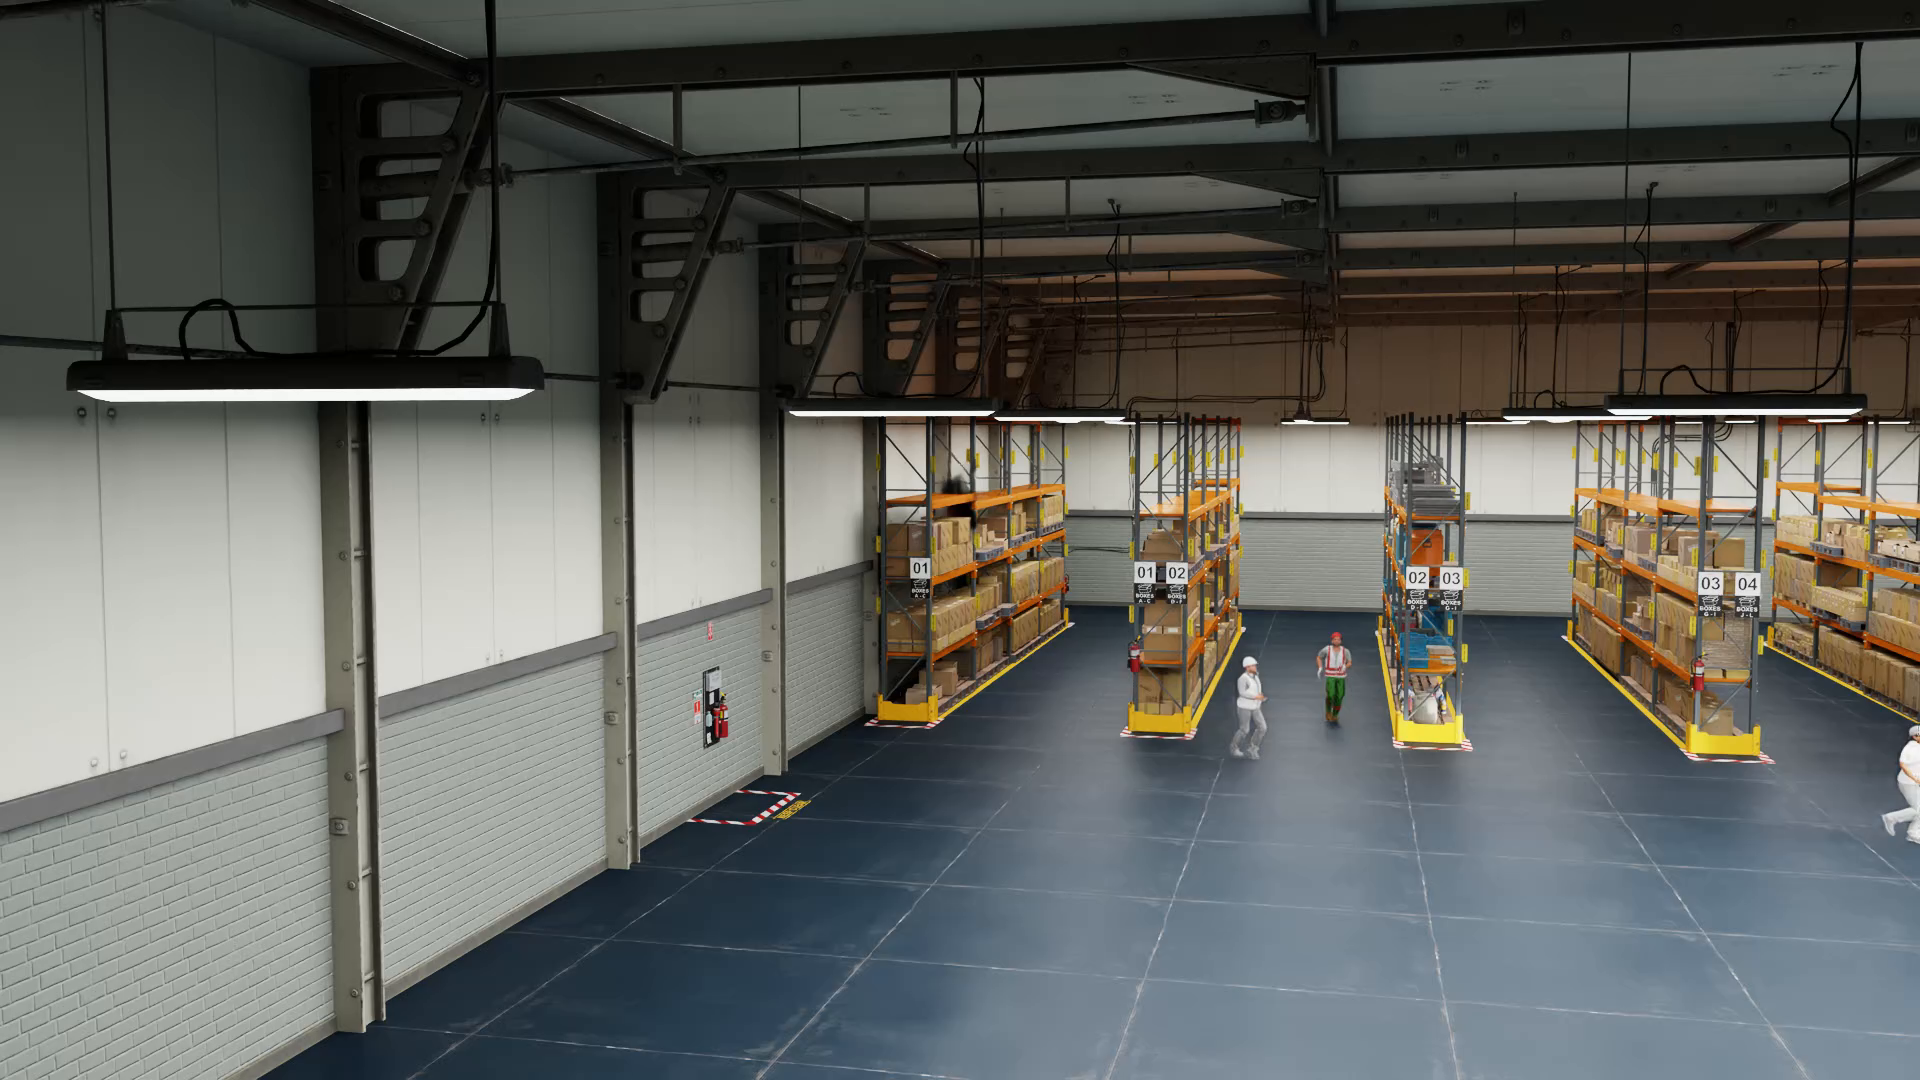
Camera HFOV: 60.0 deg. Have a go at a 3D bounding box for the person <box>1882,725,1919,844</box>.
[{"bbox_3d":[13.137,3.372,22.972,0.603,1.630,0.603,3,5,41],"label":"person"}]

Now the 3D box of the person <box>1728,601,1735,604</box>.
[{"bbox_3d":[19.934,1.924,43.733,0.565,1.749,0.790,-3,5,-41],"label":"person"}]

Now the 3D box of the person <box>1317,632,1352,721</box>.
[{"bbox_3d":[7.249,2.655,32.110,0.646,1.743,0.650,0,4,4],"label":"person"}]

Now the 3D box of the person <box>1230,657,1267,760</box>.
[{"bbox_3d":[5.003,2.920,28.662,0.731,1.830,0.664,4,5,44],"label":"person"}]
